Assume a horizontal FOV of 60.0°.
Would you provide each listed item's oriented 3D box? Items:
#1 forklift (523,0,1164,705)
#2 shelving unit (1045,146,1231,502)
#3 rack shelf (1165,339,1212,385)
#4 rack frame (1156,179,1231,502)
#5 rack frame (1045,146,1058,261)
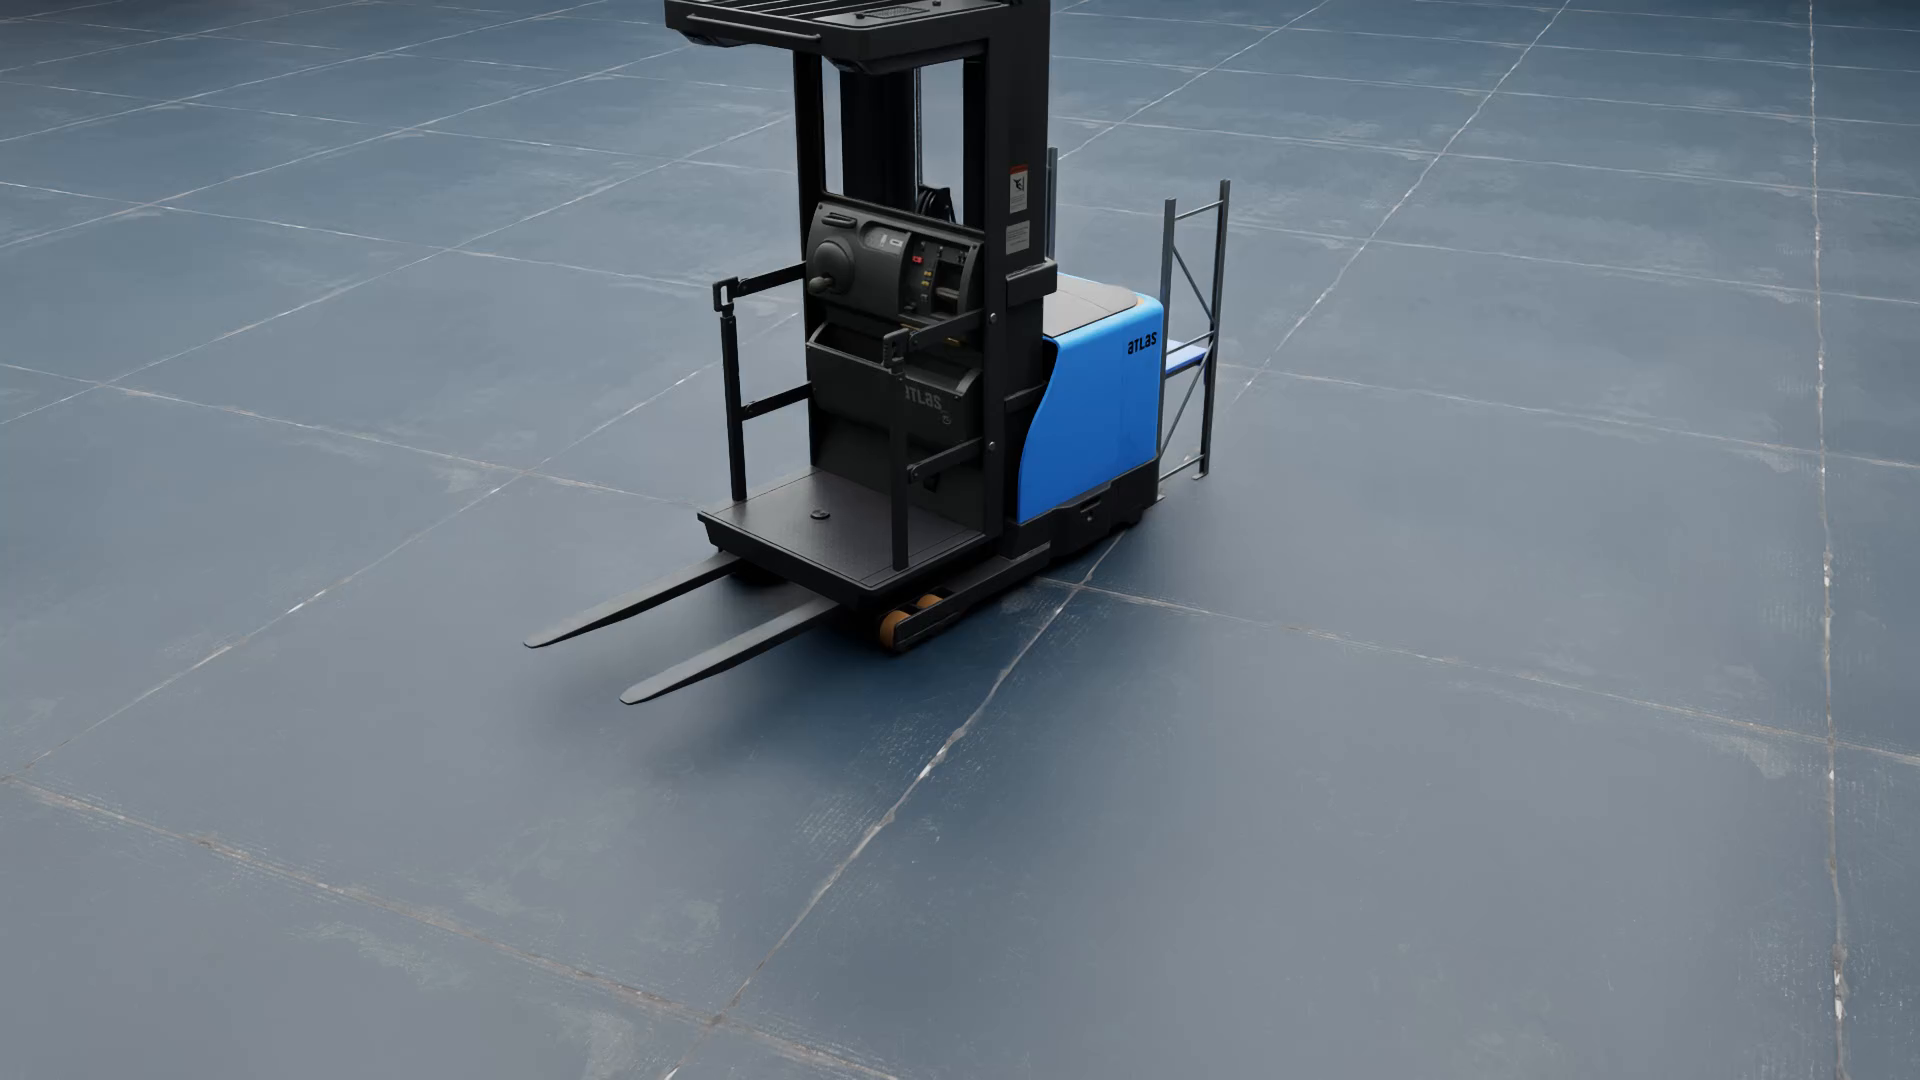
[{"bbox_3d":[-0.425,-1.110,6.687,1.130,2.935,3.031,22,34,37],"label":"forklift"},{"bbox_3d":[0.703,-1.079,8.240,1.048,1.500,0.538,21,33,36],"label":"shelving unit"},{"bbox_3d":[0.702,-0.917,8.318,1.000,0.185,0.538,21,33,36],"label":"rack shelf"},{"bbox_3d":[1.090,-0.933,7.944,0.032,1.500,0.500,21,33,36],"label":"rack frame"},{"bbox_3d":[0.316,-1.225,8.536,0.032,1.500,0.500,21,33,36],"label":"rack frame"}]
